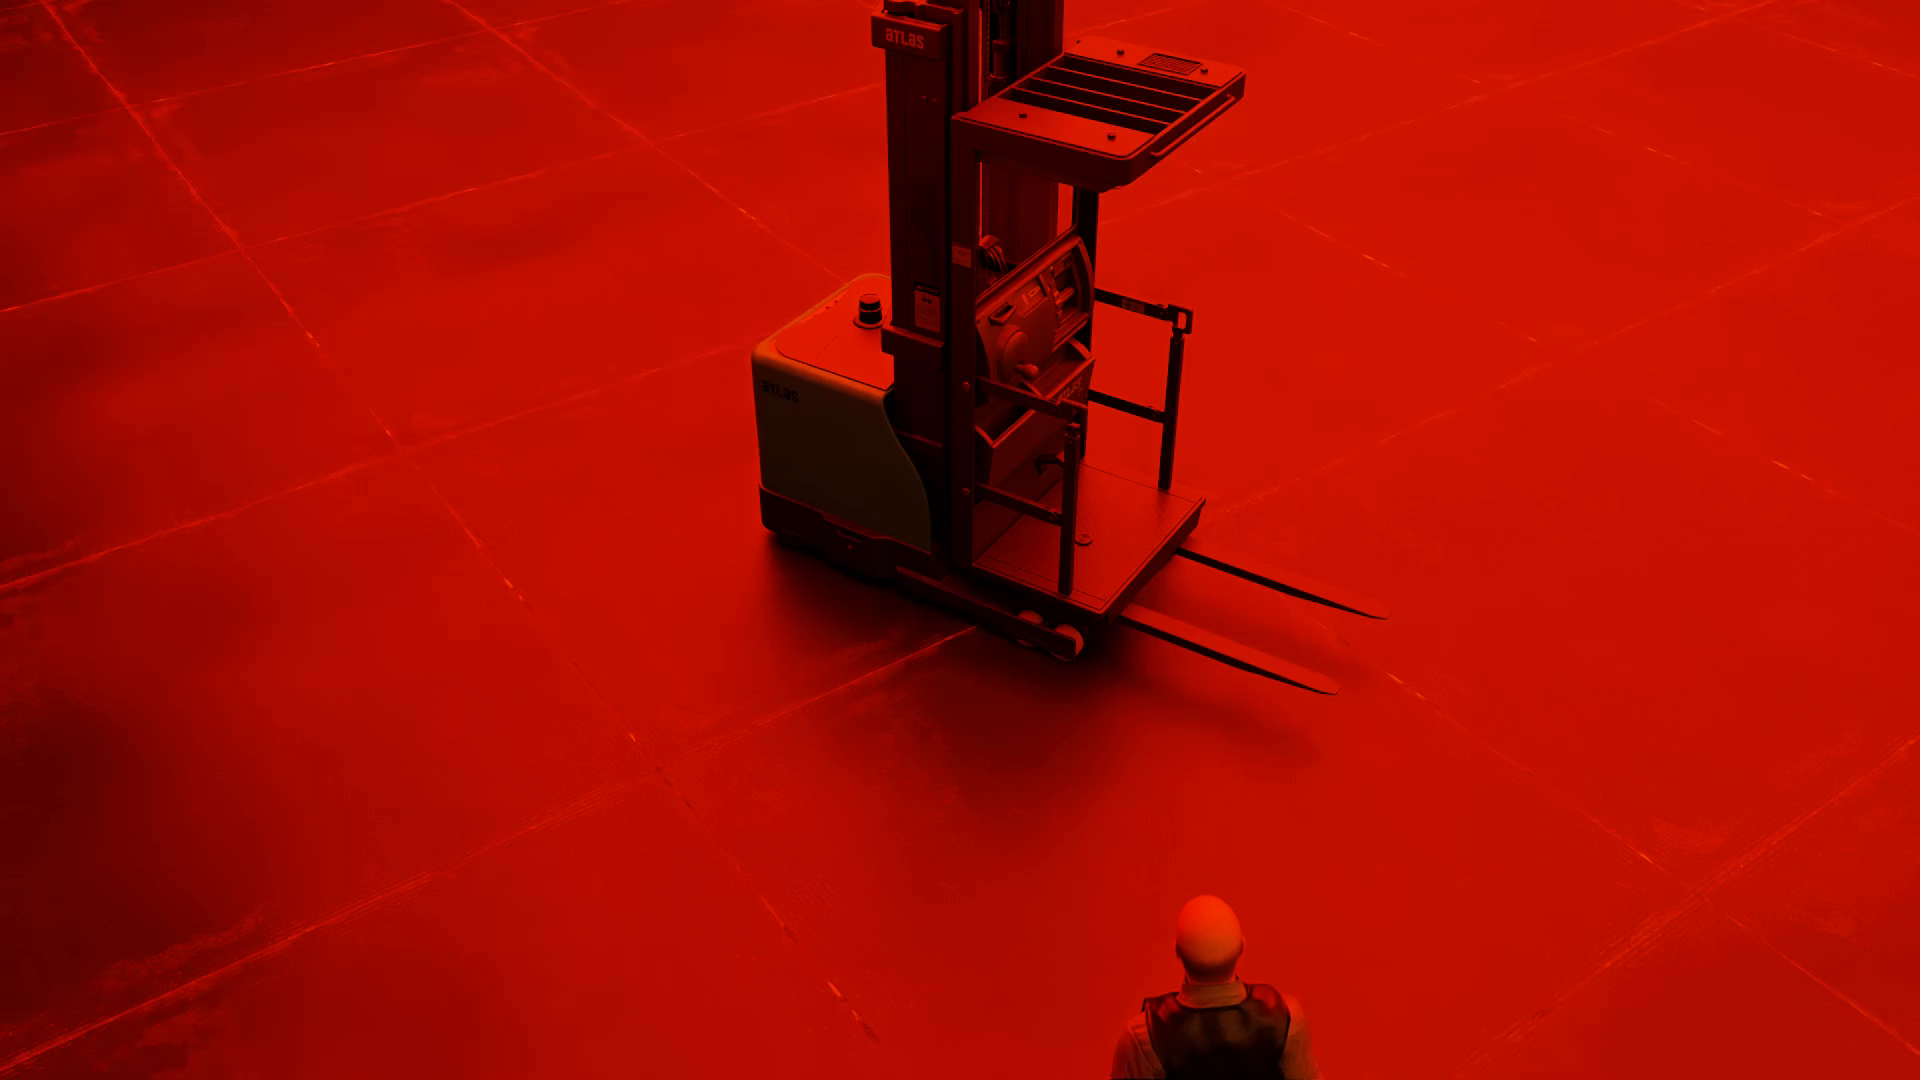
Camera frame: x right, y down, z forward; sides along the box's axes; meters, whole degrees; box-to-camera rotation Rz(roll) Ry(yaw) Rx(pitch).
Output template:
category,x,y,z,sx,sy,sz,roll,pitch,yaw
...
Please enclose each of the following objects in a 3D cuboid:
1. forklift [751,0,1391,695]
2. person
category,x,y,z,sx,sy,sz,roll,pitch,yaw
forklift,0.514,-0.985,7.276,3.031,2.935,1.130,21,41,26
person,0.674,1.677,4.697,0.649,1.726,0.451,-4,37,-6
